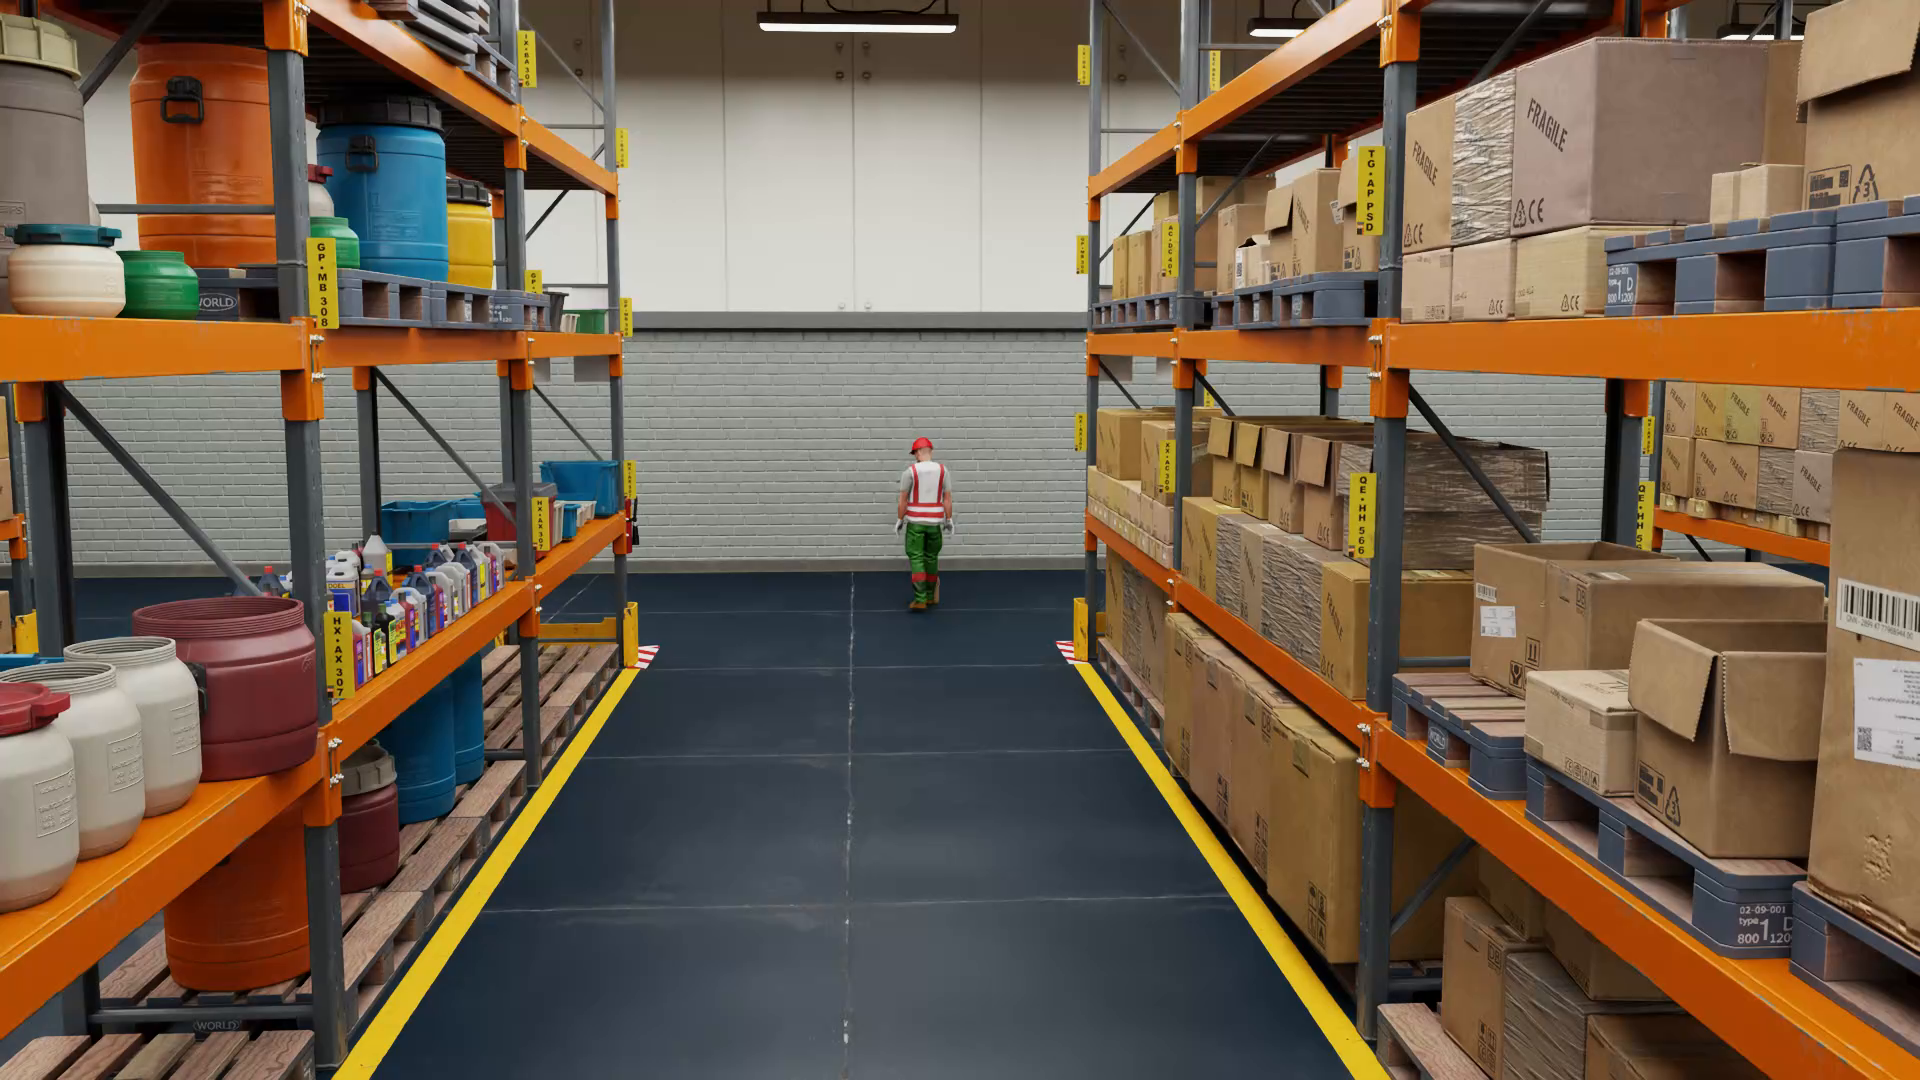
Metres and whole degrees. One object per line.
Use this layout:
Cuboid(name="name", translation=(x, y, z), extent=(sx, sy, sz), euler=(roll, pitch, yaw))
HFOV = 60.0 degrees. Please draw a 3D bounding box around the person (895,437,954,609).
Cuboid(name="person", translation=(-0.394, -0.182, 17.146), extent=(0.613, 1.763, 0.768), euler=(-2, 7, -16))
